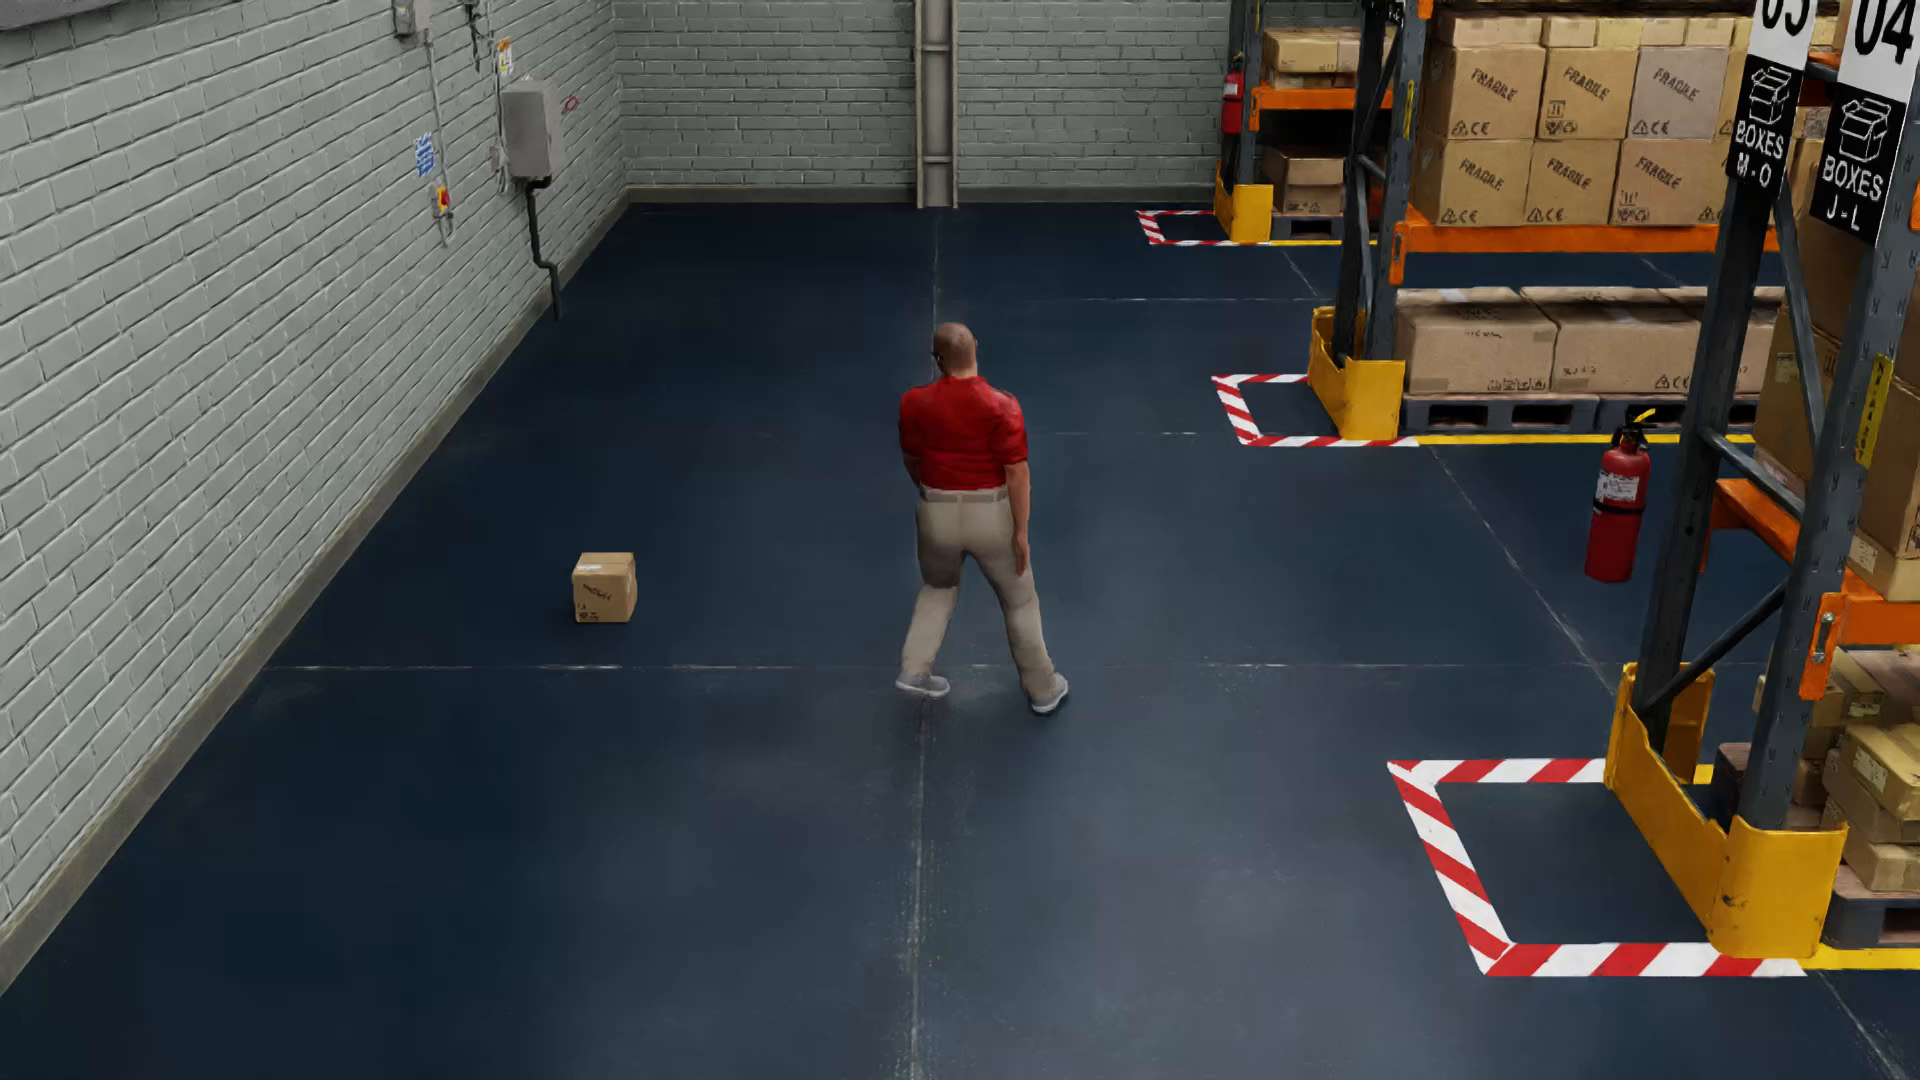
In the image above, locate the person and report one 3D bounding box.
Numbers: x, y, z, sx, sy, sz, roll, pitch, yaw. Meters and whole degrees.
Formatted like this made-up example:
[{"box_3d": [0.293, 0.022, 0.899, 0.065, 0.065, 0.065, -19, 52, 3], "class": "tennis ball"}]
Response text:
[{"box_3d": [0.107, -0.044, 6.848, 0.707, 1.631, 0.548, 3, 24, 6], "class": "person"}]
